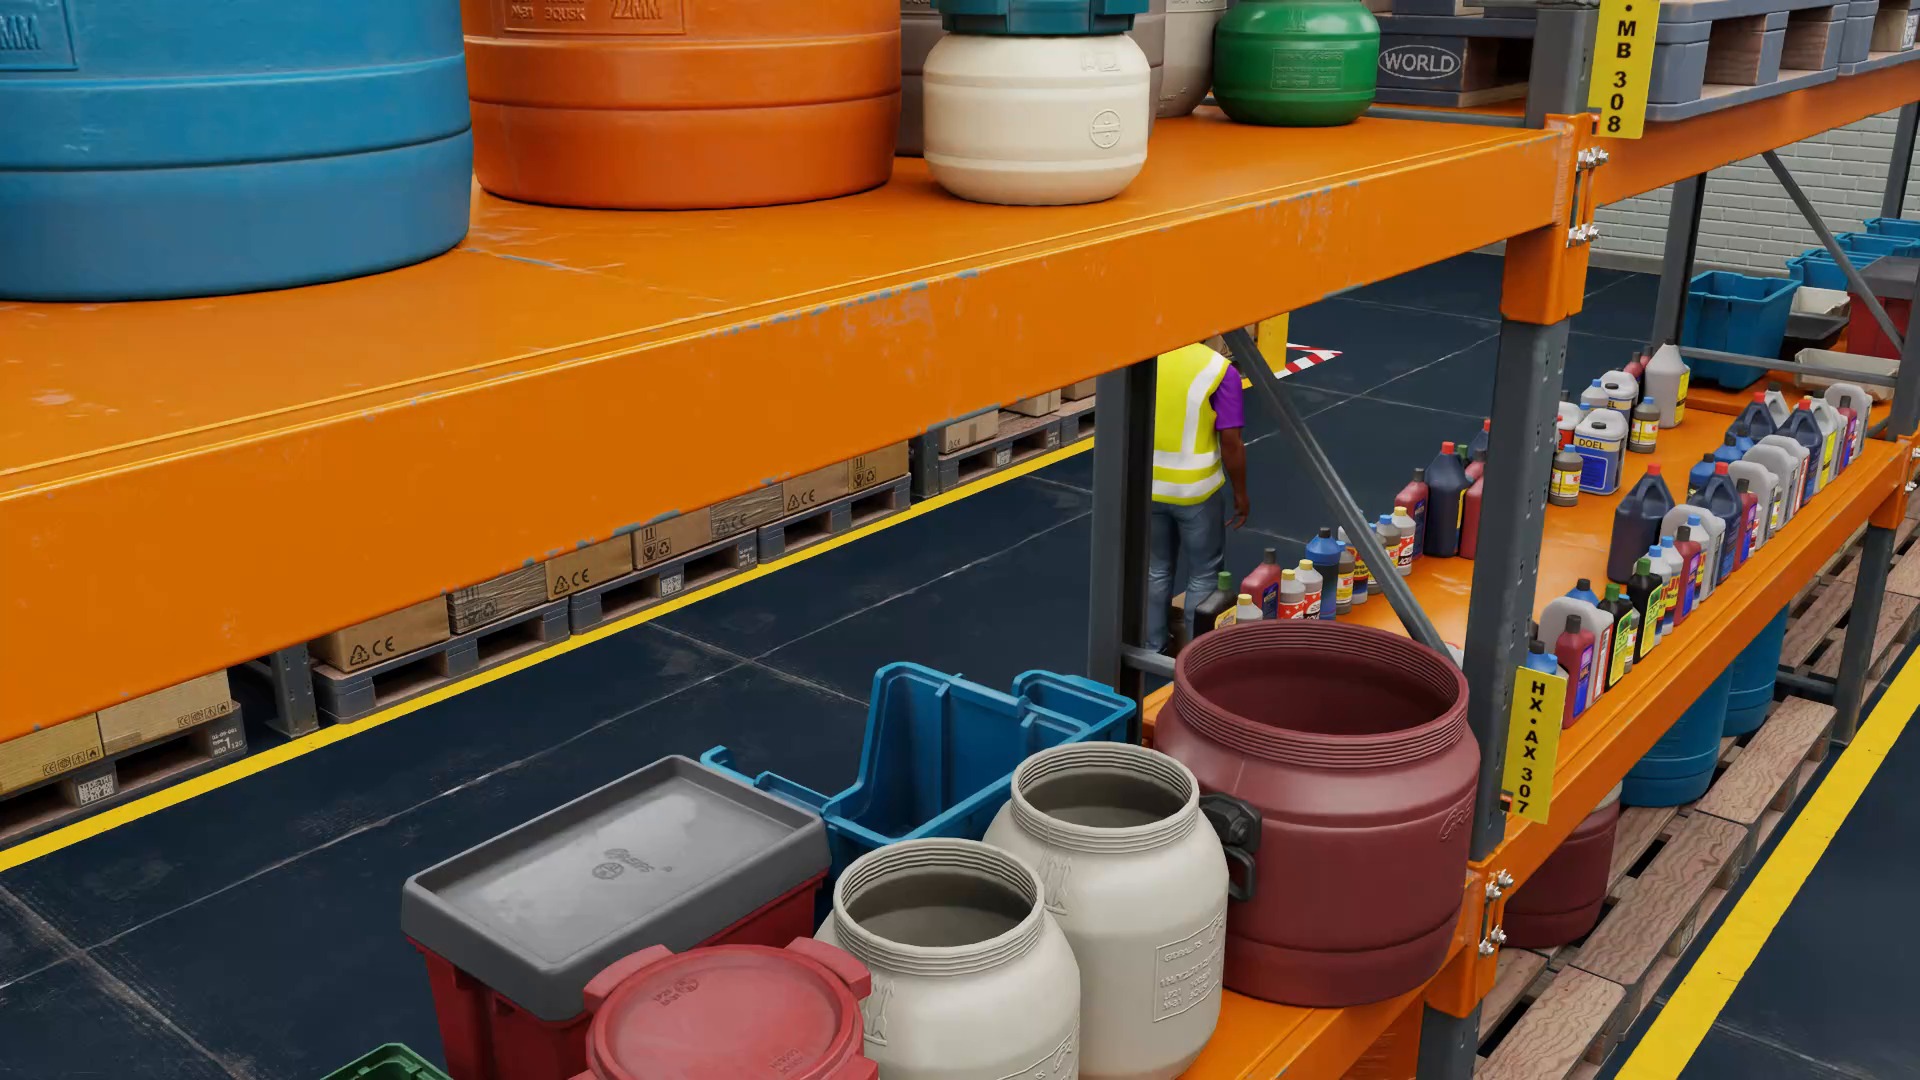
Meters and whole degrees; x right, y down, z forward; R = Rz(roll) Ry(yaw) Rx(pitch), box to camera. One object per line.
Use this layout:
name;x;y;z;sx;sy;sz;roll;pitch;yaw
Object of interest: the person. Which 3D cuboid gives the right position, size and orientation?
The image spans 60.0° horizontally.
person;0.963;-0.247;7.227;0.632;1.759;0.462;14;24;33
